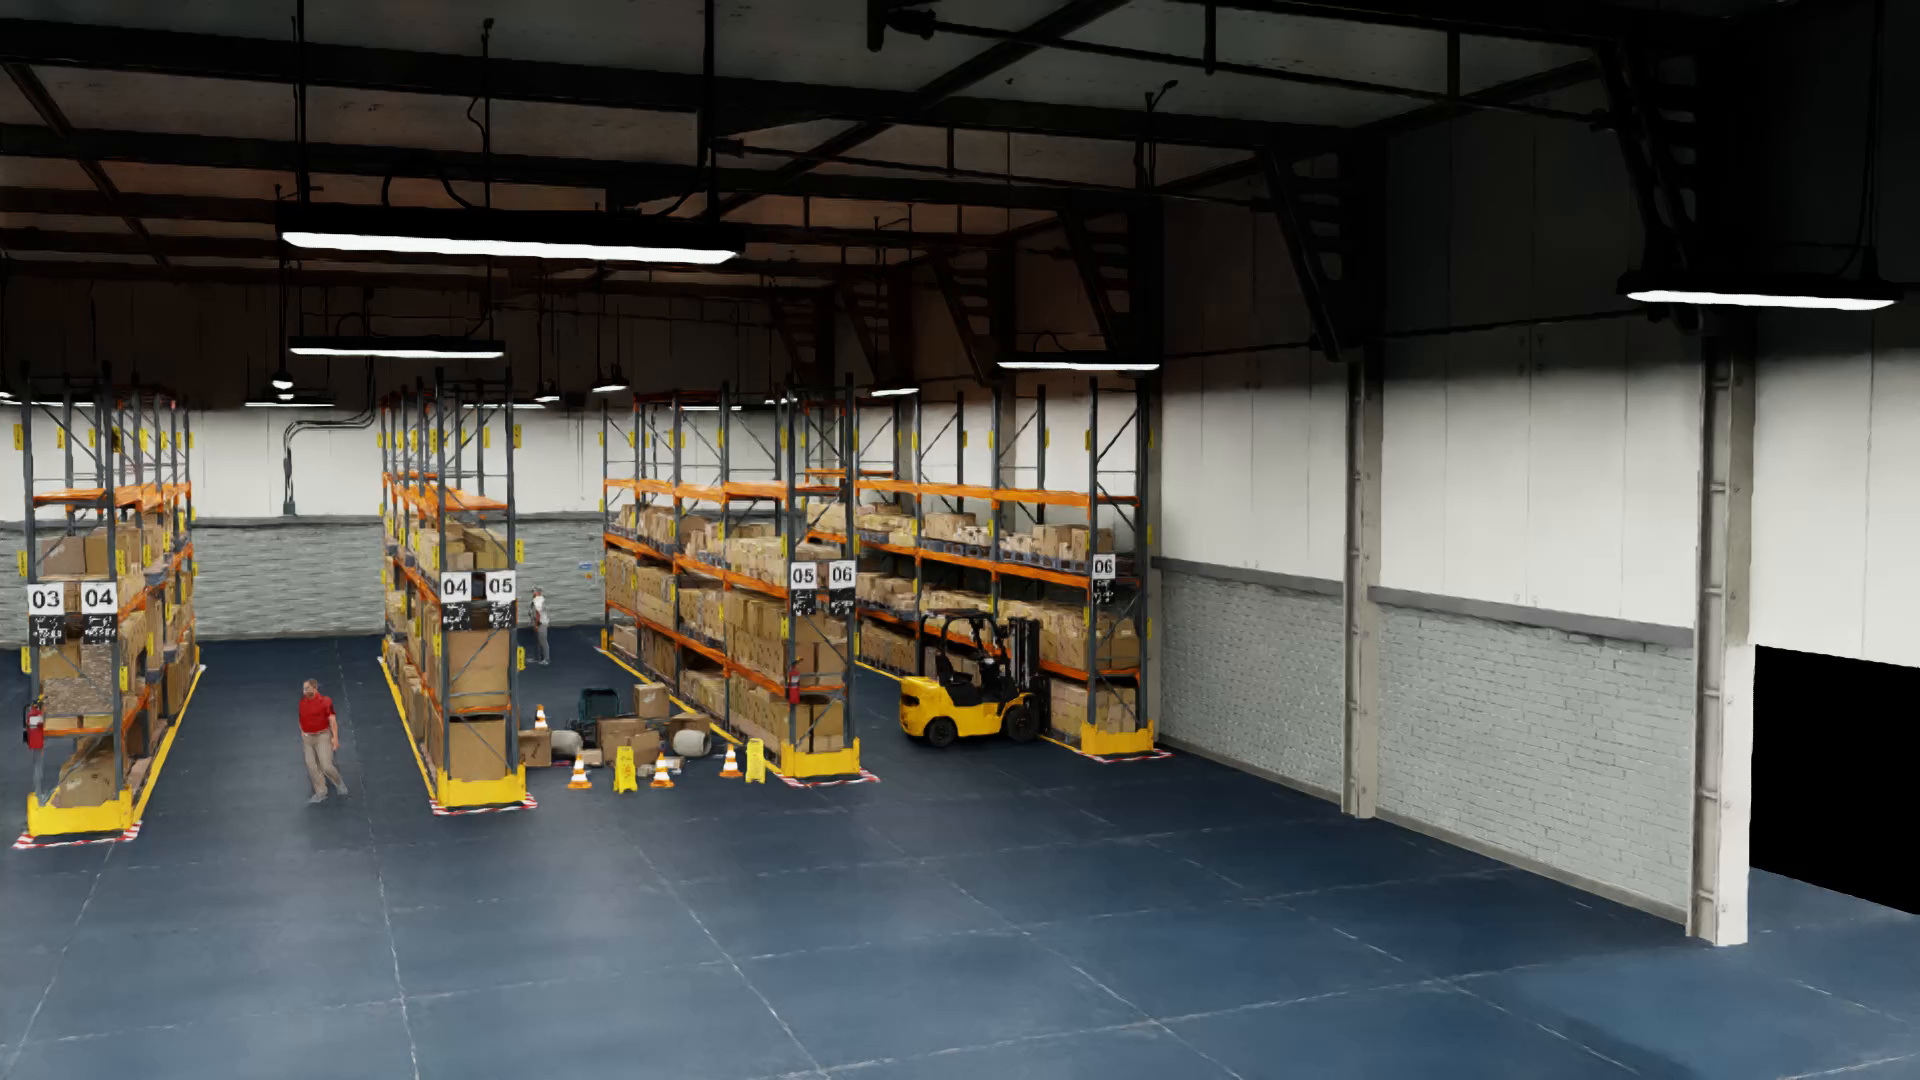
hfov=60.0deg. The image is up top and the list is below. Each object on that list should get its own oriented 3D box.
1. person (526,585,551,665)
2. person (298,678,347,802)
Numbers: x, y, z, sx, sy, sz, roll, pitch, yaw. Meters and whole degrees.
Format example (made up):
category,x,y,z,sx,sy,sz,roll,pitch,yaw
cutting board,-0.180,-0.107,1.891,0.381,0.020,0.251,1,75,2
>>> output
category,x,y,z,sx,sy,sz,roll,pitch,yaw
person,-9.416,1.882,37.082,0.581,1.747,0.673,0,3,-7
person,-8.873,2.756,23.094,0.581,1.719,0.550,1,4,15
